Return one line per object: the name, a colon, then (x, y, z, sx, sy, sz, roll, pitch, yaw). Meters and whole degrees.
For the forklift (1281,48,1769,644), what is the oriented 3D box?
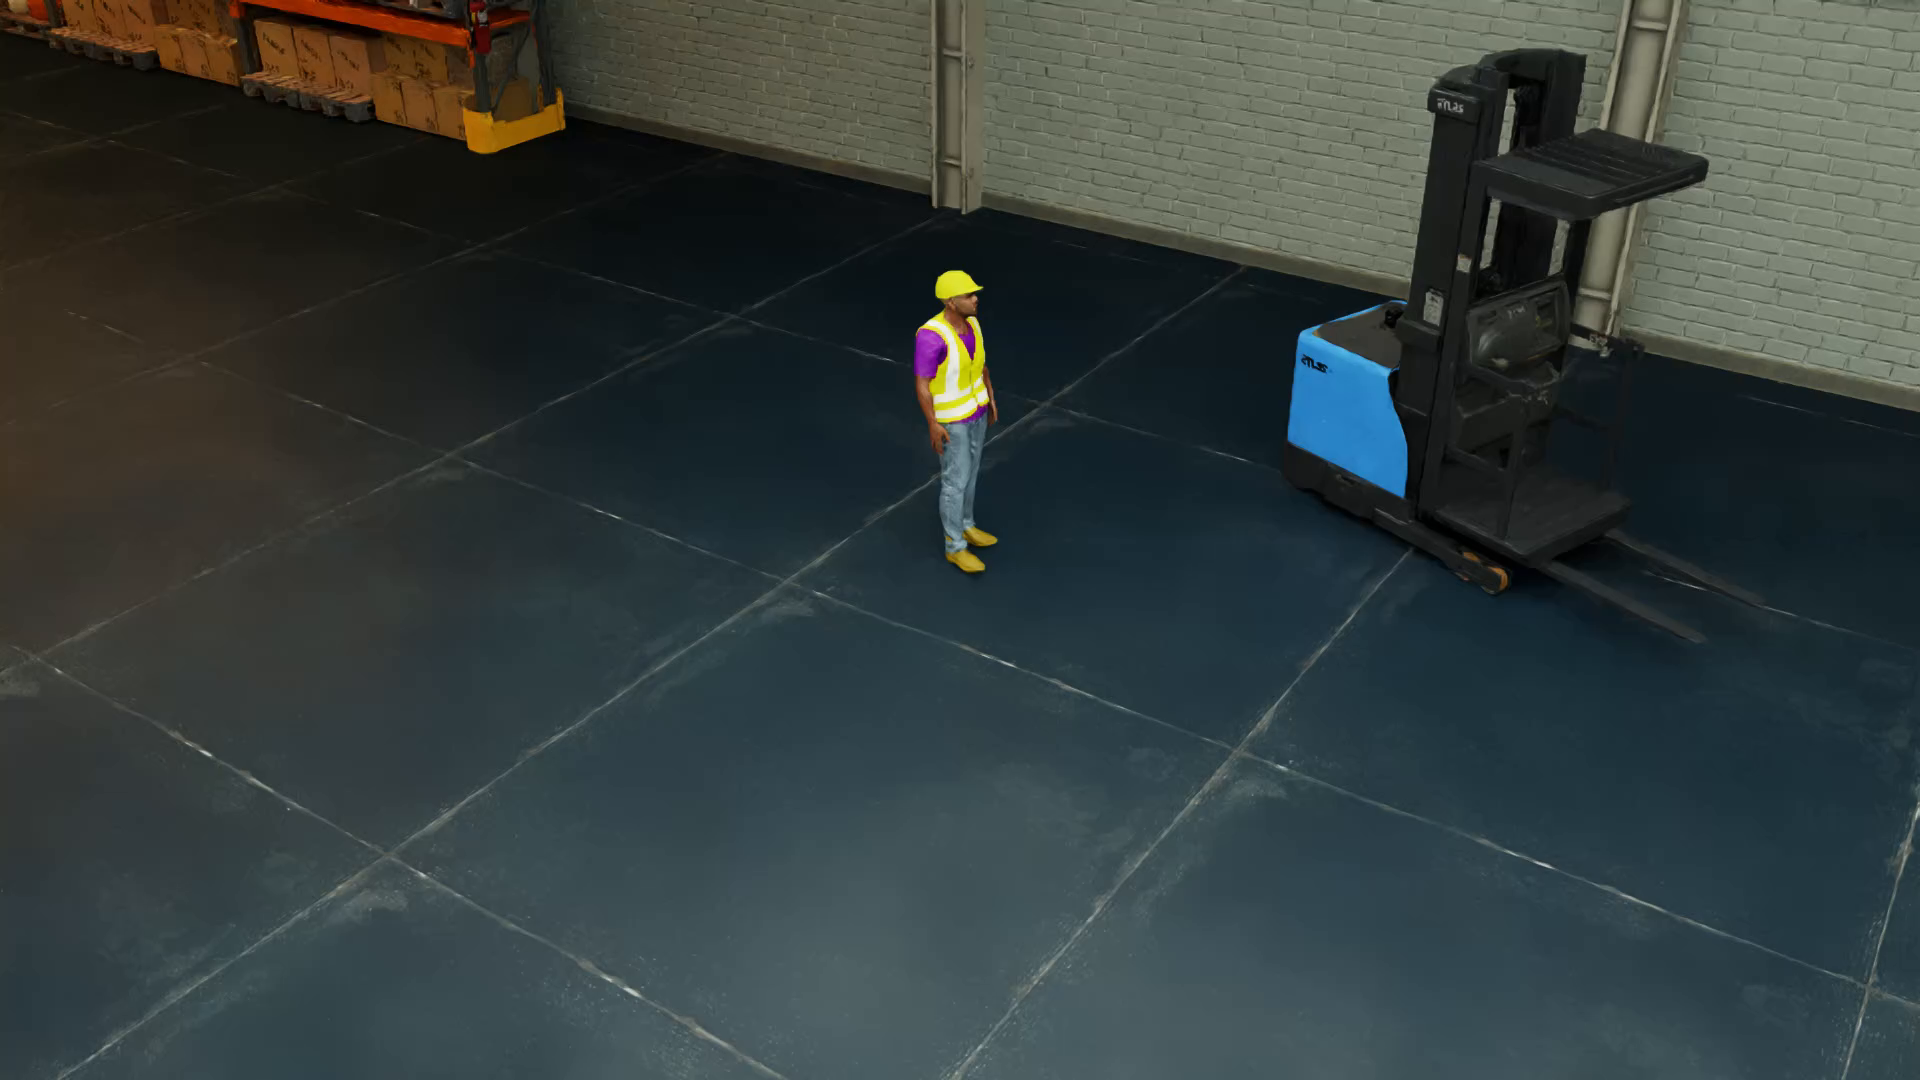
forklift: (3.428, -1.225, 9.690, 1.130, 2.935, 3.031, -20, 36, -31)

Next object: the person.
person: (0.055, -0.748, 10.015, 0.576, 1.766, 0.665, 19, 35, 29)
